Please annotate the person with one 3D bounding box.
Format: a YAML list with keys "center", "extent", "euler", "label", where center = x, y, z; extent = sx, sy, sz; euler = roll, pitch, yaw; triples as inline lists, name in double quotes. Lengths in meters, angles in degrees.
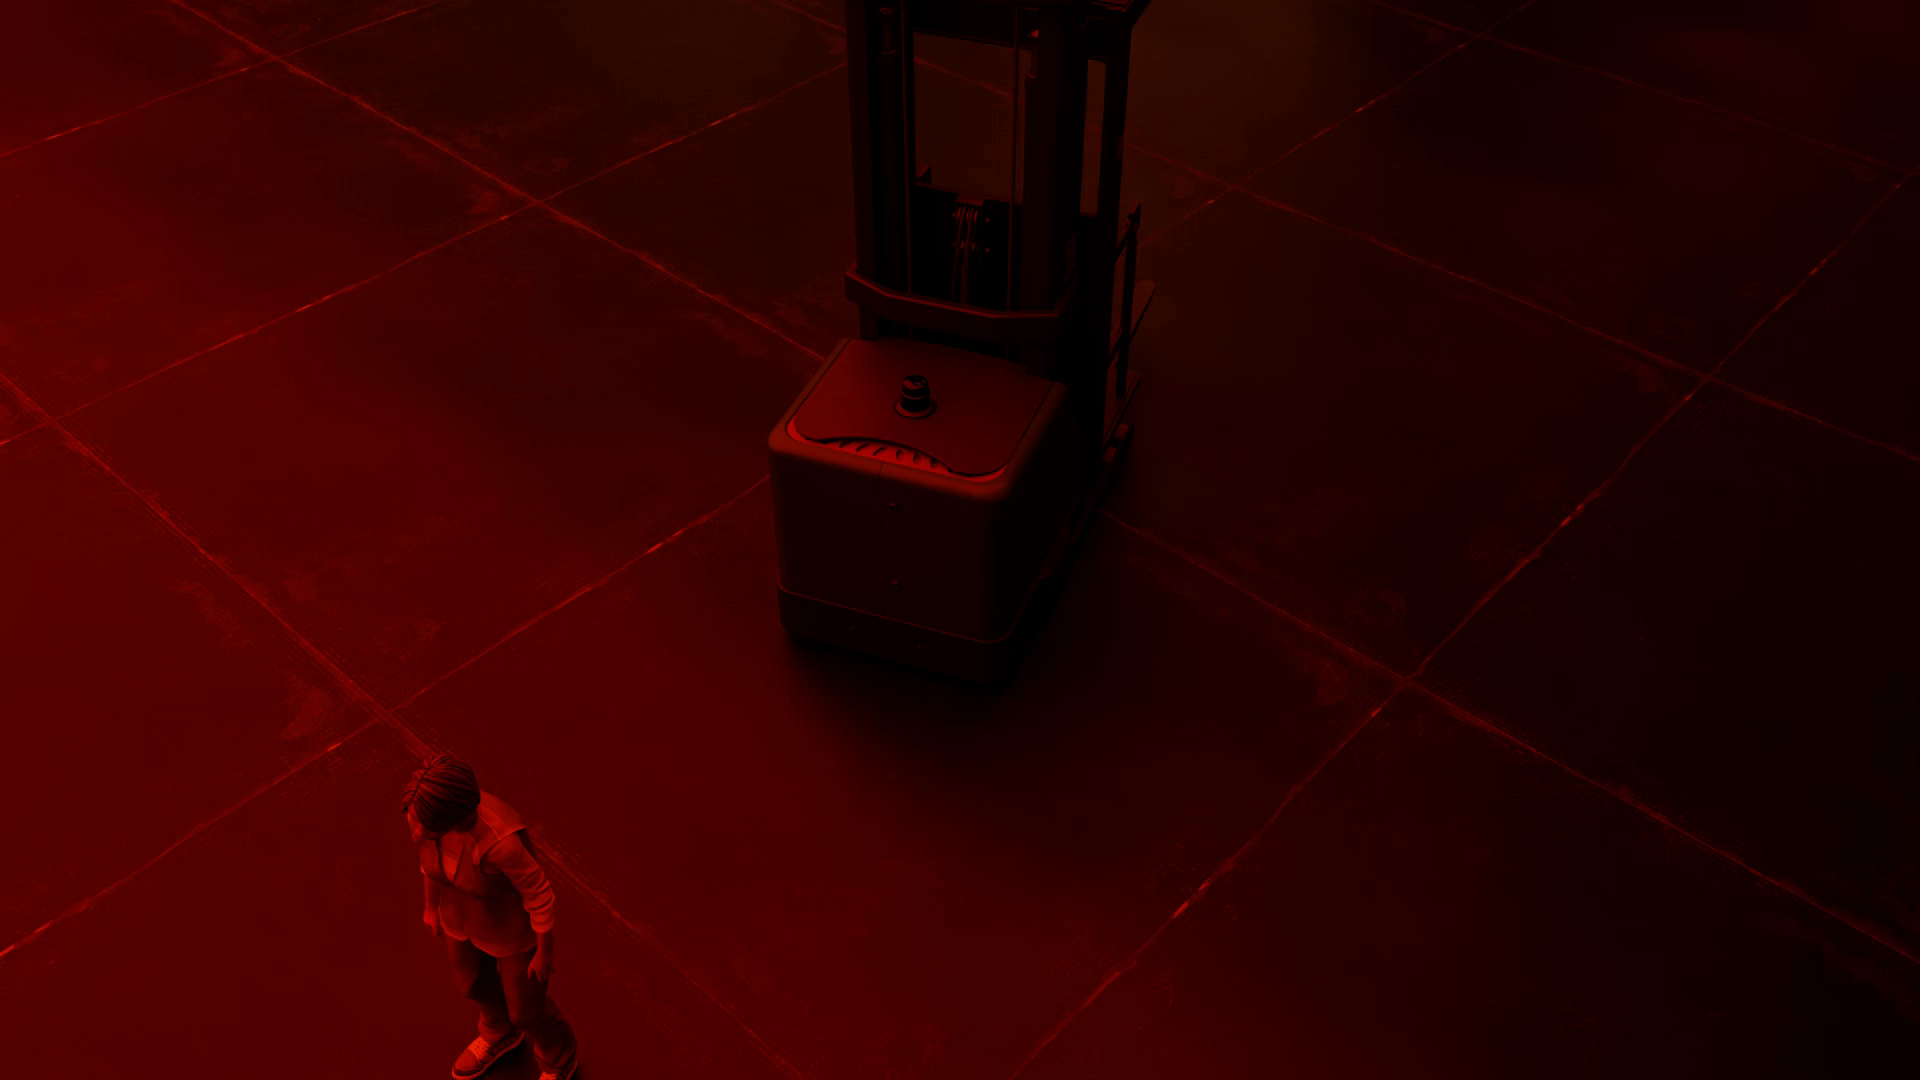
- center: [-1.429, 1.181, 5.080]
  extent: [0.485, 1.593, 0.342]
  euler: [18, 44, 20]
  label: "person"

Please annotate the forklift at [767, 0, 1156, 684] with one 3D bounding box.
- center: [0.211, -1.484, 7.158]
  extent: [1.130, 2.935, 3.031]
  euler: [14, 42, 15]
  label: "forklift"
